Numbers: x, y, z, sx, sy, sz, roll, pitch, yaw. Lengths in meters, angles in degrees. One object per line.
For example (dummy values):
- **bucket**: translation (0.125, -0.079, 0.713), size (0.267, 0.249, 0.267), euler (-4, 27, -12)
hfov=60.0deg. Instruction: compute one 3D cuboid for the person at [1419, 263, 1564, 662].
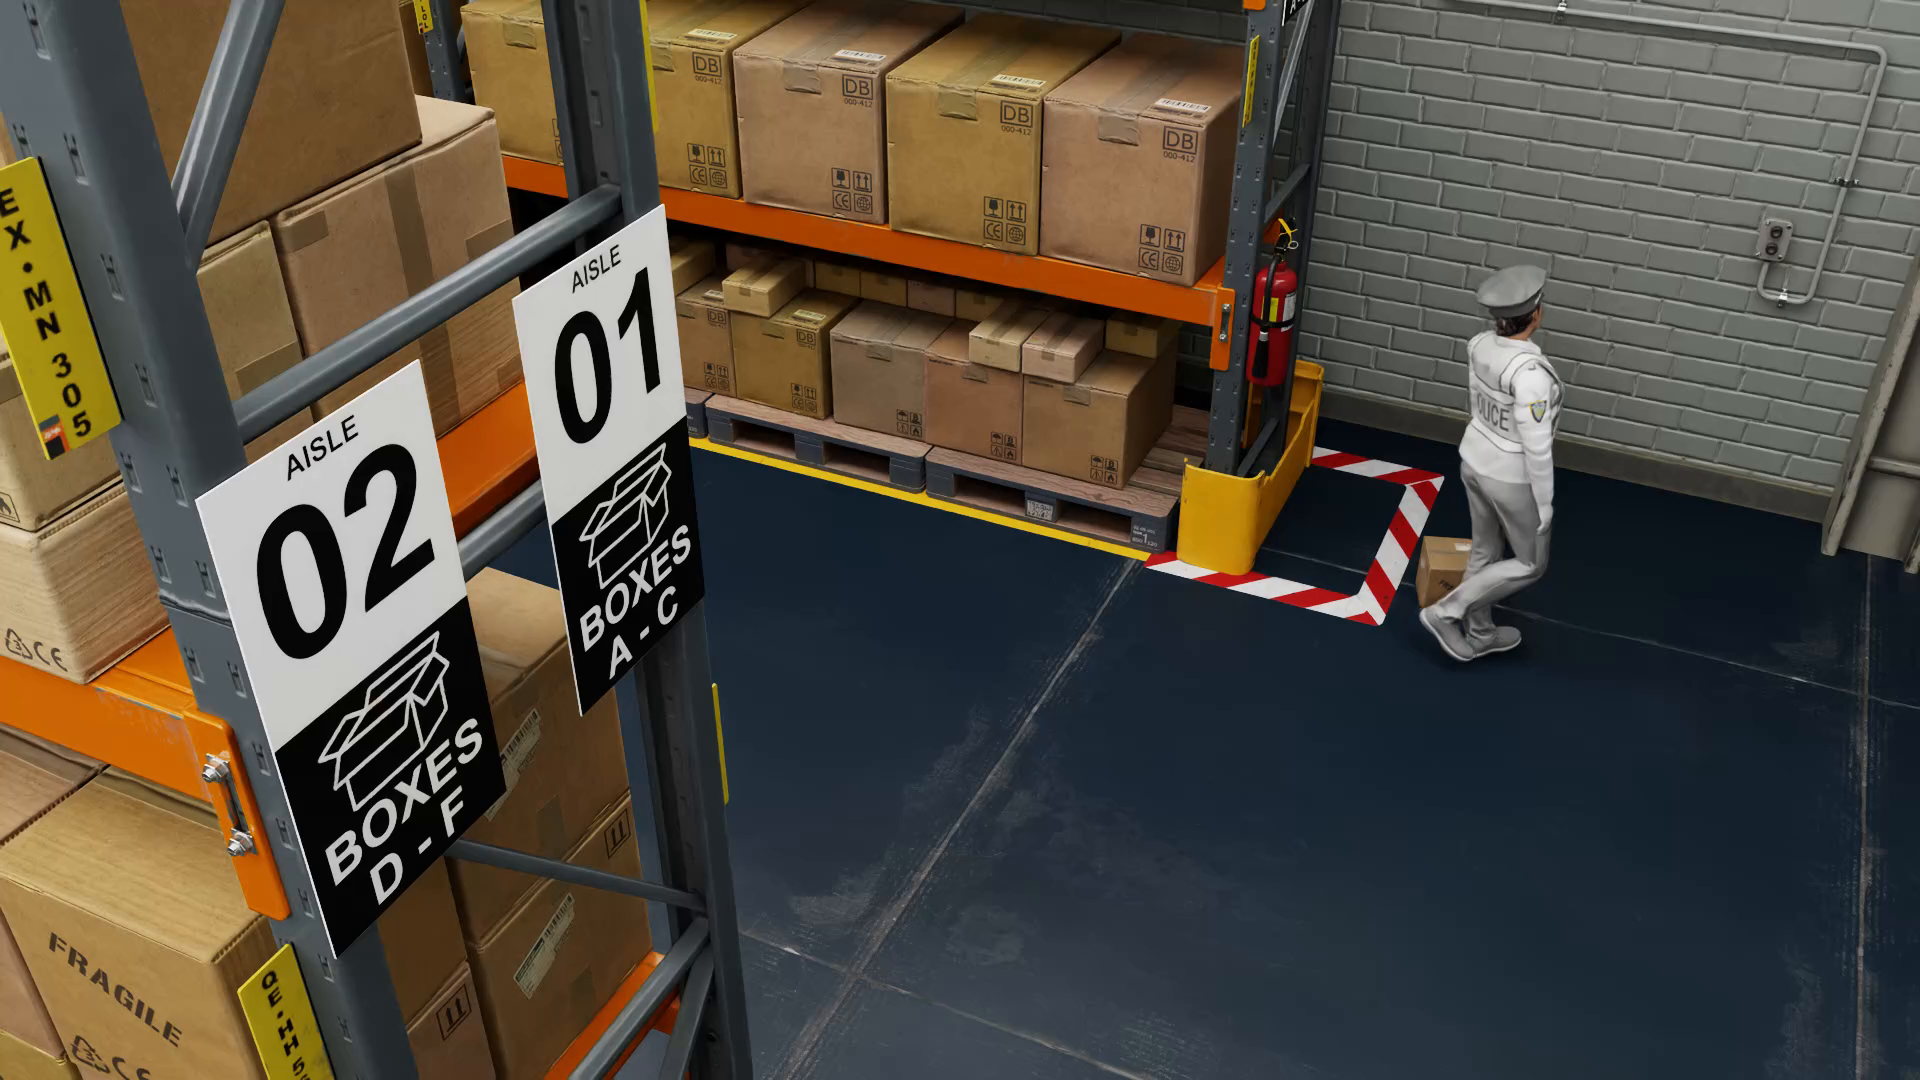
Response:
- **person**: translation (2.095, -0.254, 6.492), size (0.504, 1.668, 0.540), euler (-8, 35, -12)
